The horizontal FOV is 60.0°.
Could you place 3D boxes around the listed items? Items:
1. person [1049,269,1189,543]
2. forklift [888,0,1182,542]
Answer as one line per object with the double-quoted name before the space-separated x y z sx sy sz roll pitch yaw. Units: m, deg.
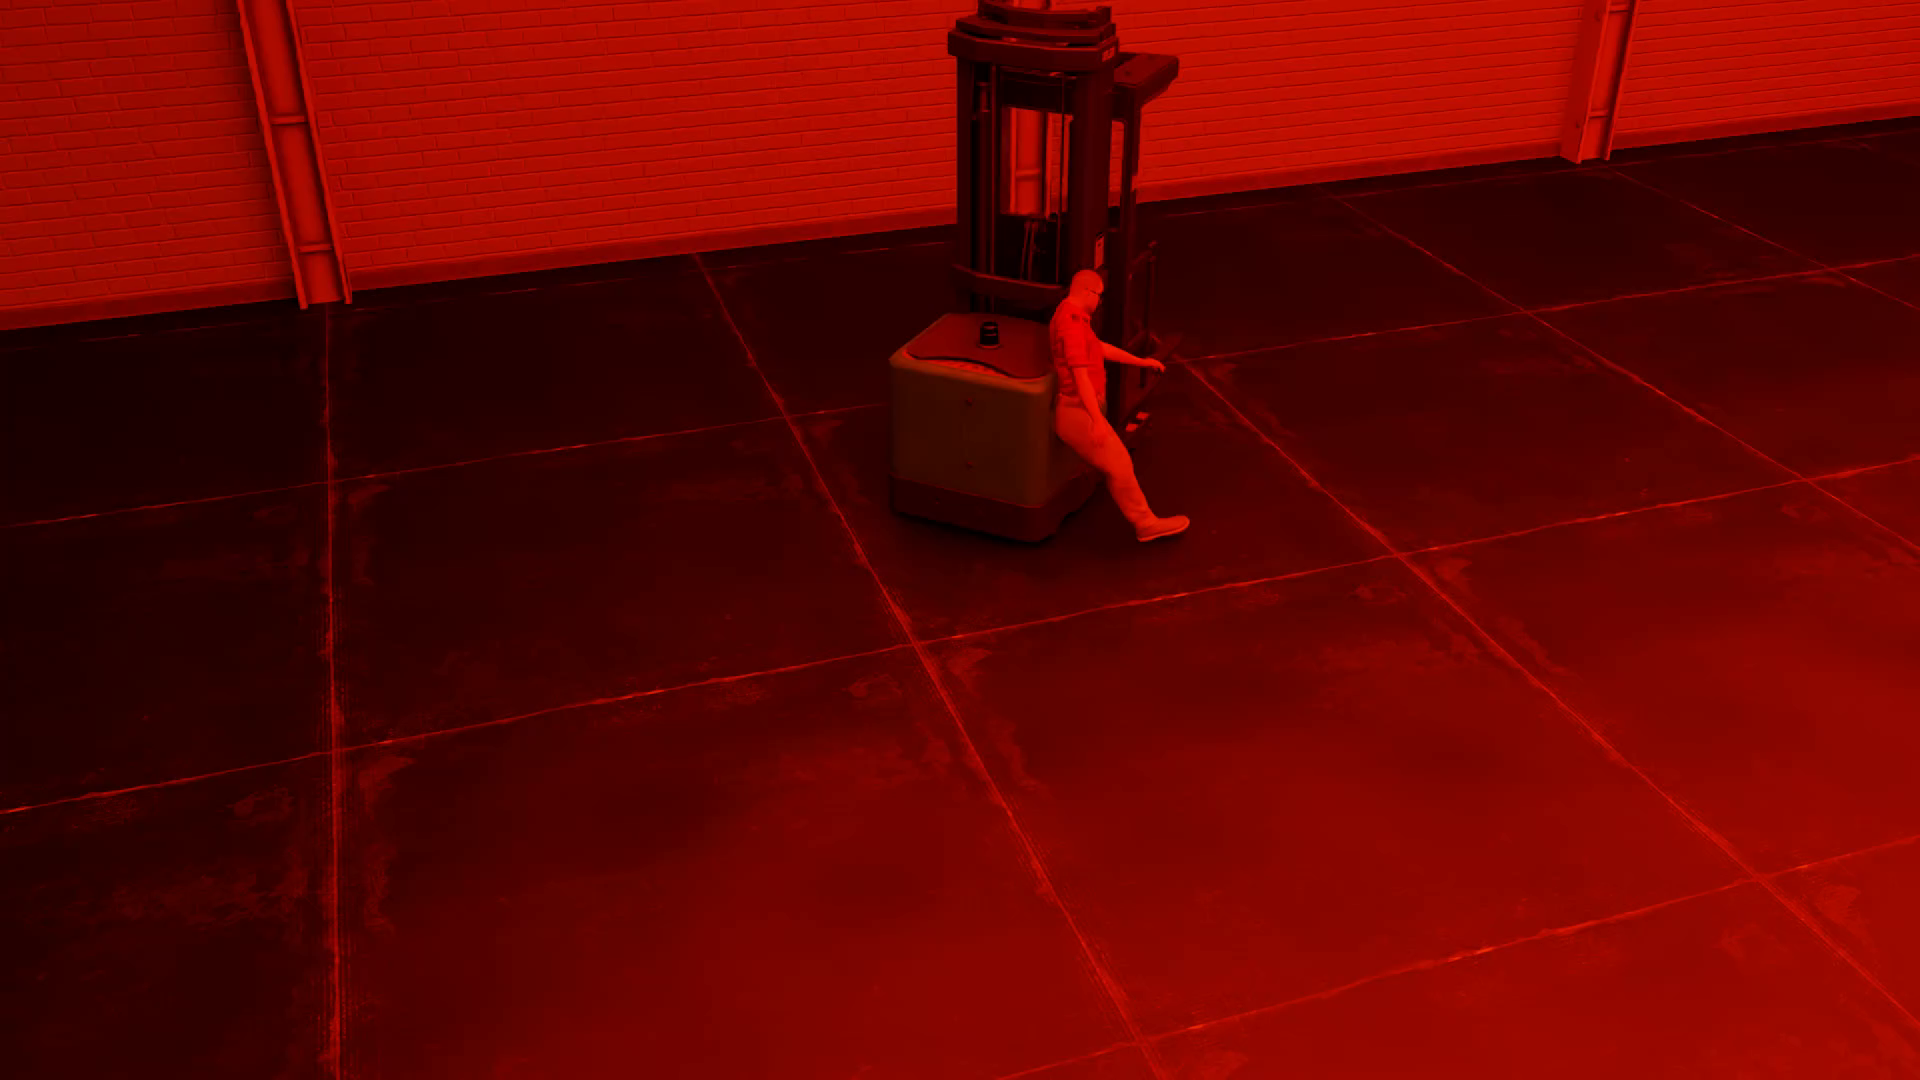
"person" 0.854 -0.834 9.867 0.946 1.588 0.965 -5 30 -8
"forklift" 0.662 -1.969 10.509 1.130 2.935 3.031 14 33 22
